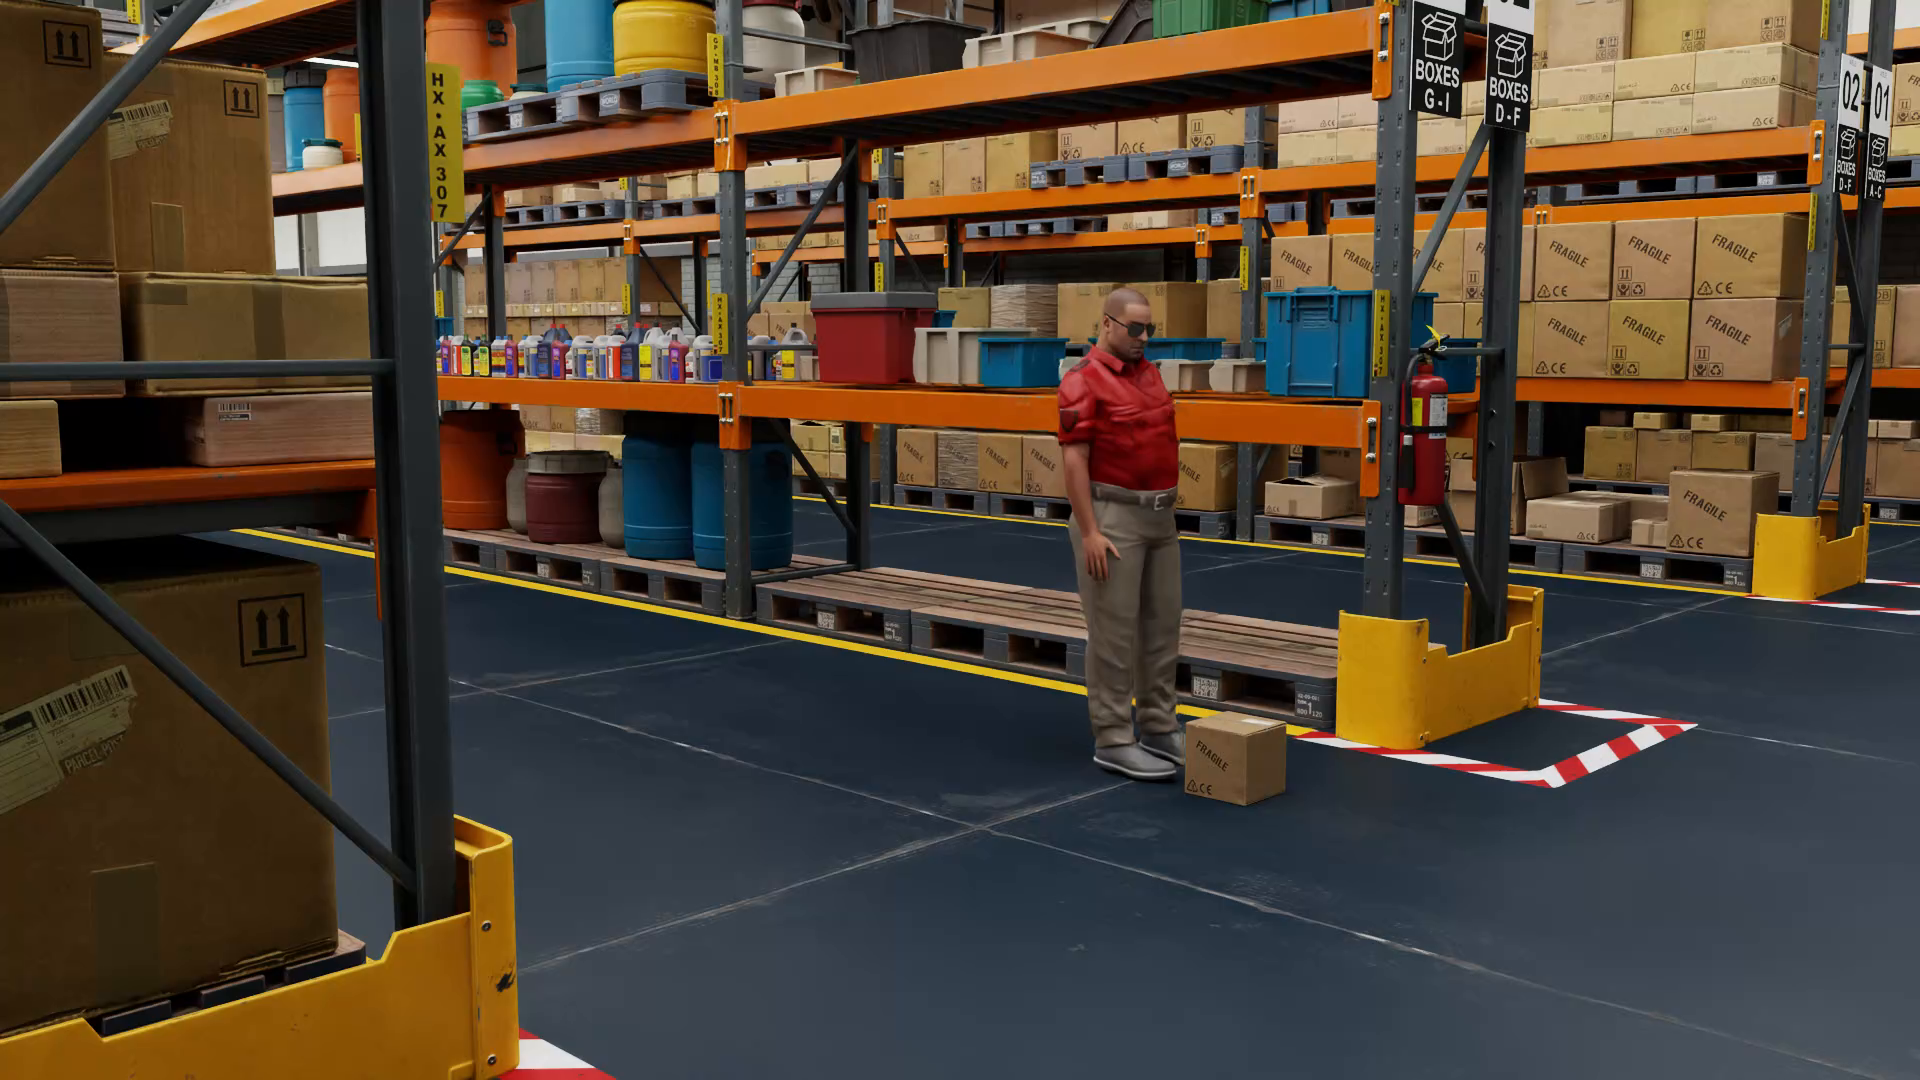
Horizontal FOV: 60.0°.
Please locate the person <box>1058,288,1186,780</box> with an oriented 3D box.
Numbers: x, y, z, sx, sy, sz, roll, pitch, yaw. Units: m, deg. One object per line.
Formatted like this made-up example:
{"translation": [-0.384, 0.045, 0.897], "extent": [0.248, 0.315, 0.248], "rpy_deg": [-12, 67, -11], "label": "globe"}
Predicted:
{"translation": [0.635, -0.029, 5.971], "extent": [0.439, 1.735, 0.555], "rpy_deg": [7, 10, 44], "label": "person"}
